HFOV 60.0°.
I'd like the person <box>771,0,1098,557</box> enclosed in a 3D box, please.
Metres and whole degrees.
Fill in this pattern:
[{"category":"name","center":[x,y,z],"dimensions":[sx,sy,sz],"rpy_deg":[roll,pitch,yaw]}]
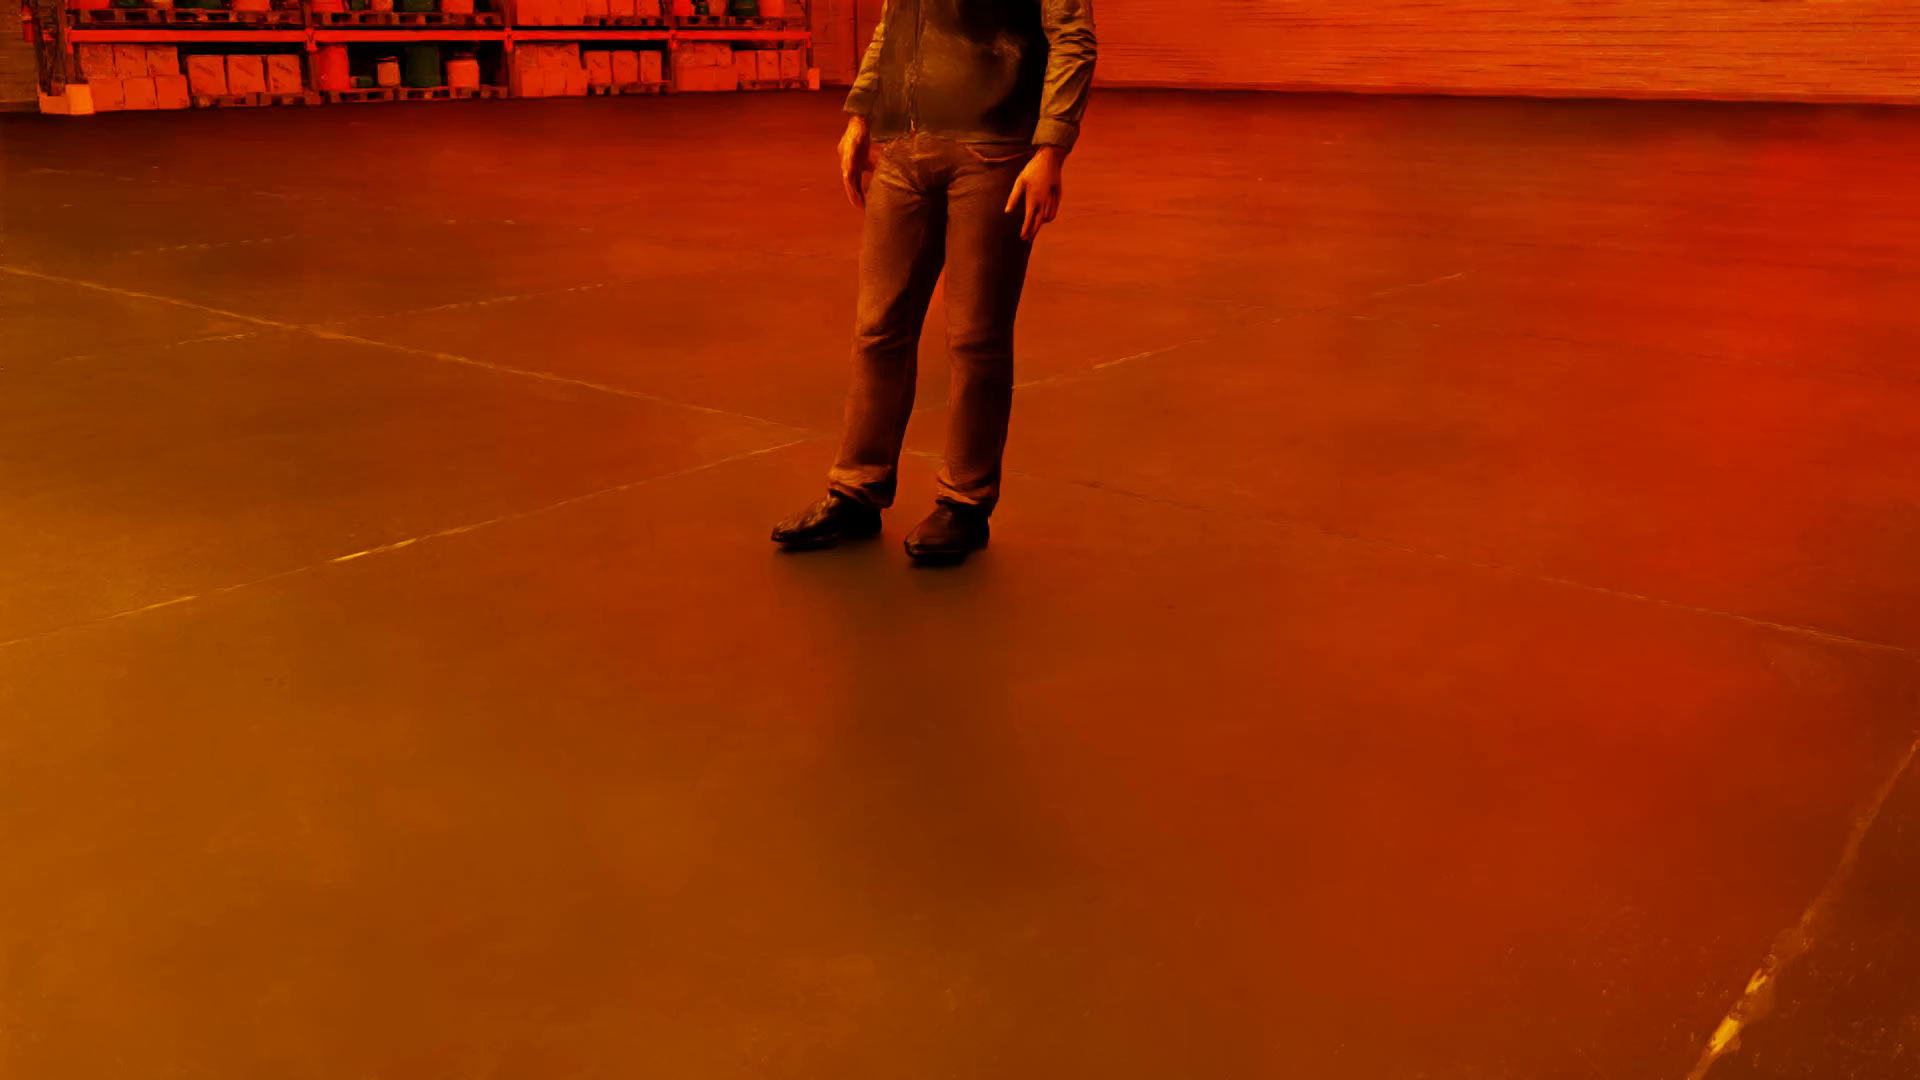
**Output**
[{"category":"person","center":[-0.046,-0.818,3.649],"dimensions":[0.632,1.720,0.567],"rpy_deg":[13,21,37]}]
